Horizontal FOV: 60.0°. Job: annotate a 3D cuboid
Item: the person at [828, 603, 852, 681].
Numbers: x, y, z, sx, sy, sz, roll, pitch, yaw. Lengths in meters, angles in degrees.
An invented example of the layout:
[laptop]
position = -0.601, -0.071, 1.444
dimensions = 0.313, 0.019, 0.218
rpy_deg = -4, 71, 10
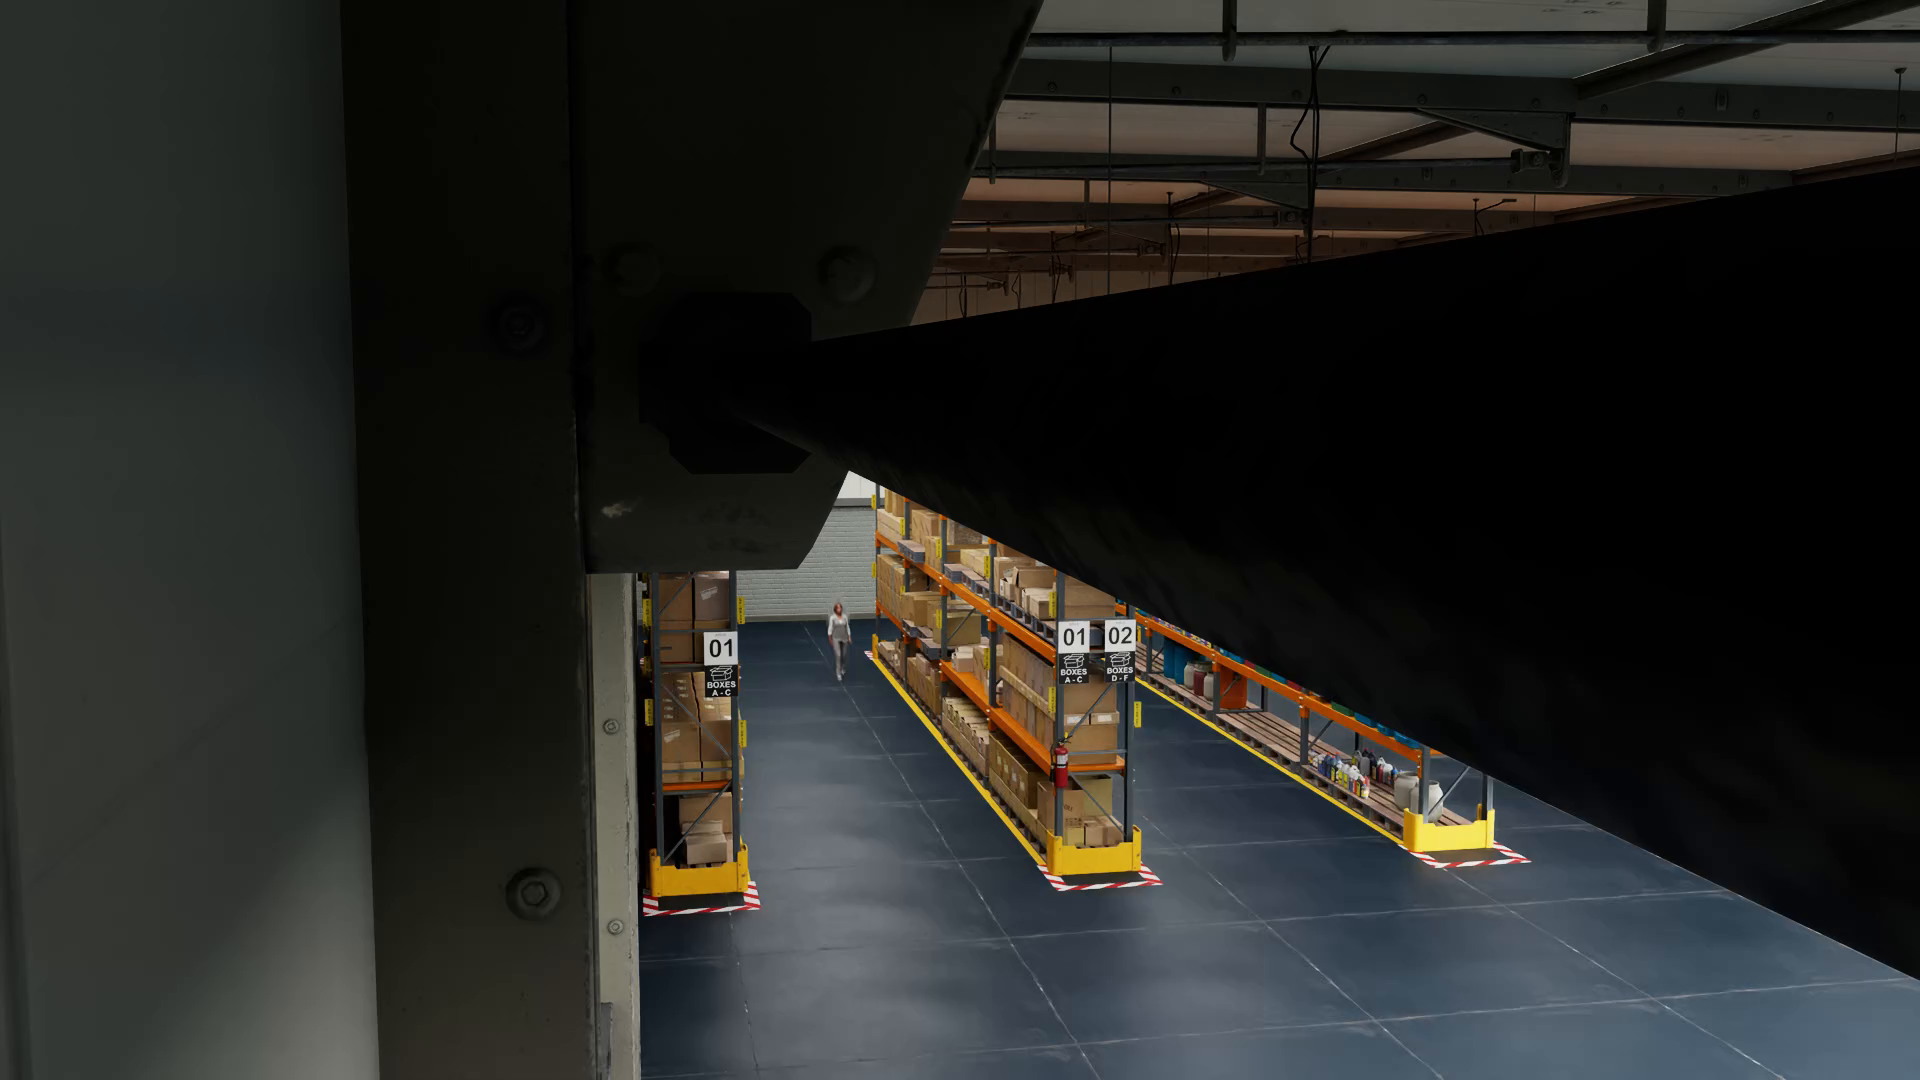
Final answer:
[person]
position = -2.475, 2.061, 34.115
dimensions = 0.449, 1.538, 0.939
rpy_deg = -1, 6, -14
